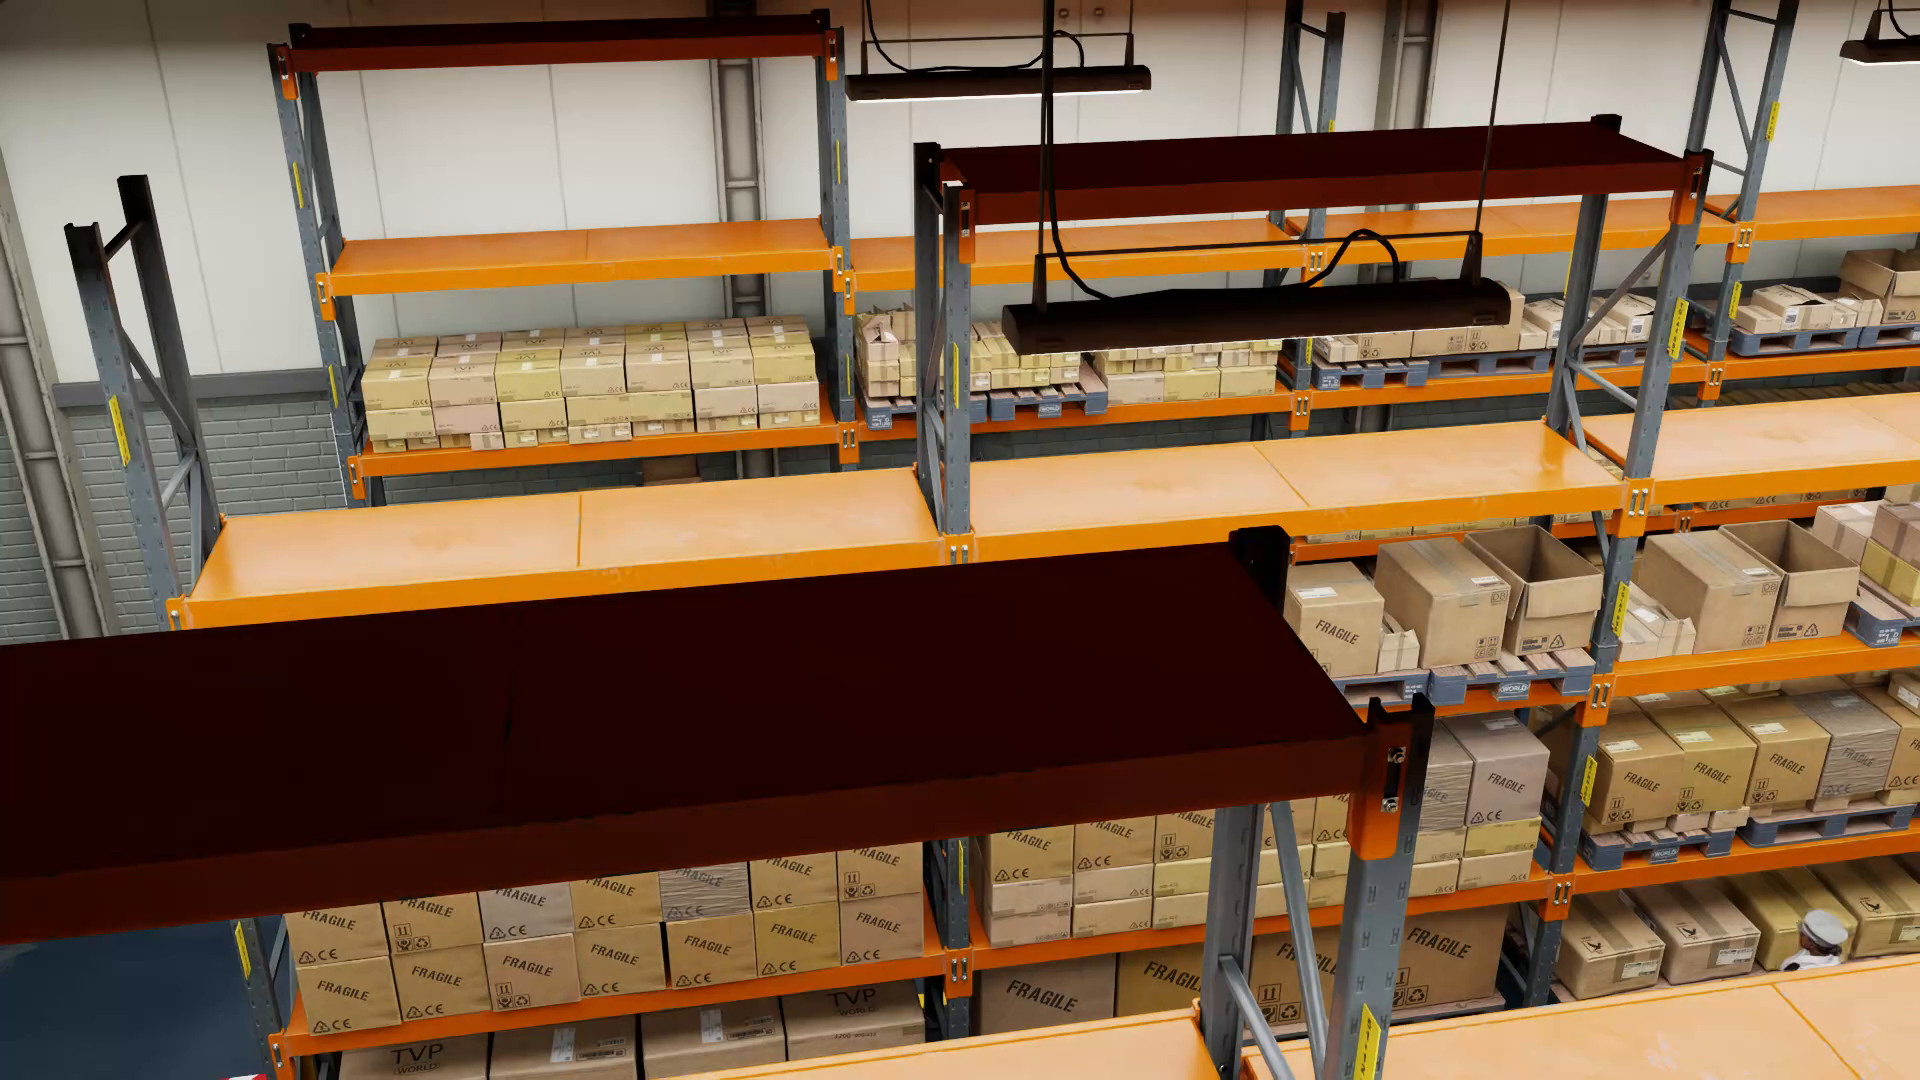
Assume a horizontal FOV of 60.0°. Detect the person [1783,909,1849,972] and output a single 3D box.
[{"bbox_3d":[5.080,2.987,10.223,0.547,1.677,0.441,7,27,14],"label":"person"}]
